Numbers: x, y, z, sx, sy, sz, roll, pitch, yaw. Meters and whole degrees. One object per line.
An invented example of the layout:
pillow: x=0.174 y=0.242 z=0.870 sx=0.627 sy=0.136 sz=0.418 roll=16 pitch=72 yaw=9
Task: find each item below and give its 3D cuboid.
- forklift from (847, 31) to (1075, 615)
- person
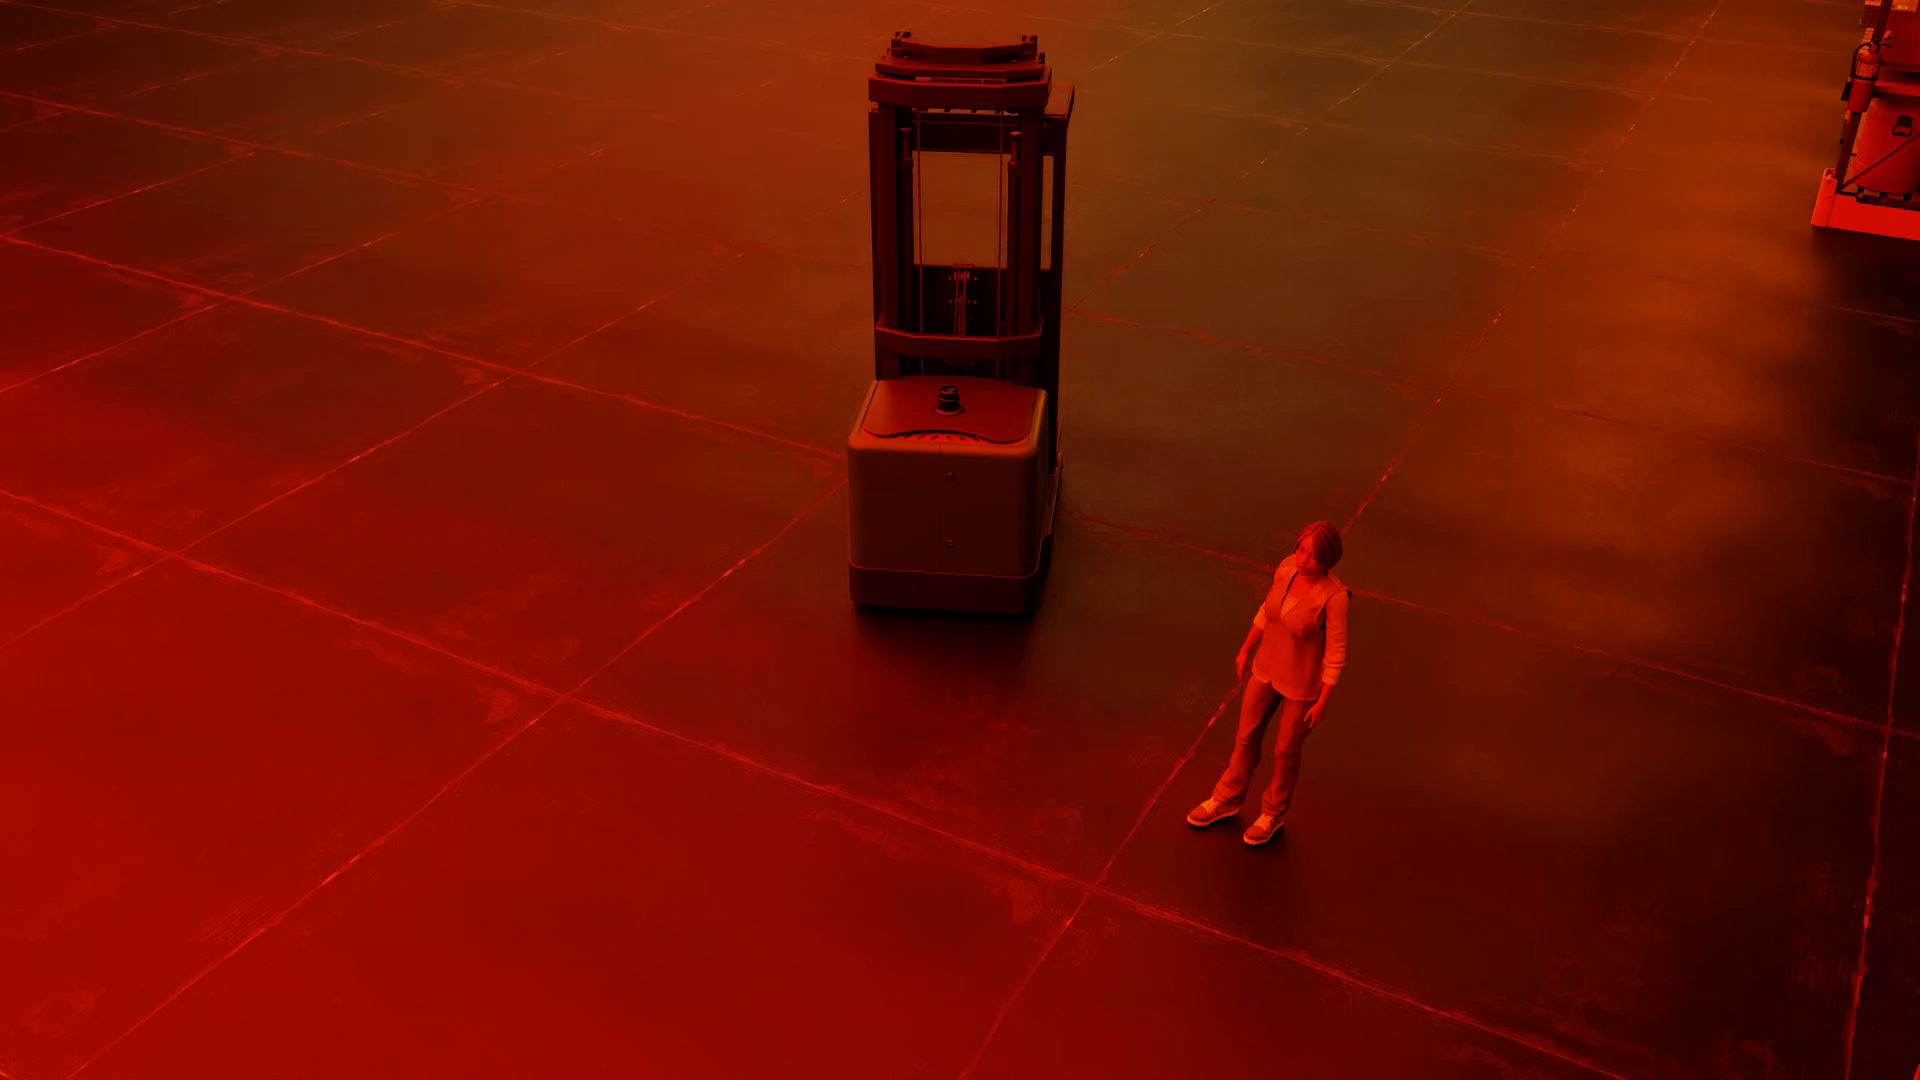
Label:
forklift: x=0.072 y=-1.572 z=9.794 sx=1.130 sy=2.935 sz=3.031 roll=3 pitch=30 yaw=6
person: x=1.378 y=0.646 z=7.272 sx=0.473 sy=1.600 sz=0.519 roll=-21 pitch=36 yaw=-32
